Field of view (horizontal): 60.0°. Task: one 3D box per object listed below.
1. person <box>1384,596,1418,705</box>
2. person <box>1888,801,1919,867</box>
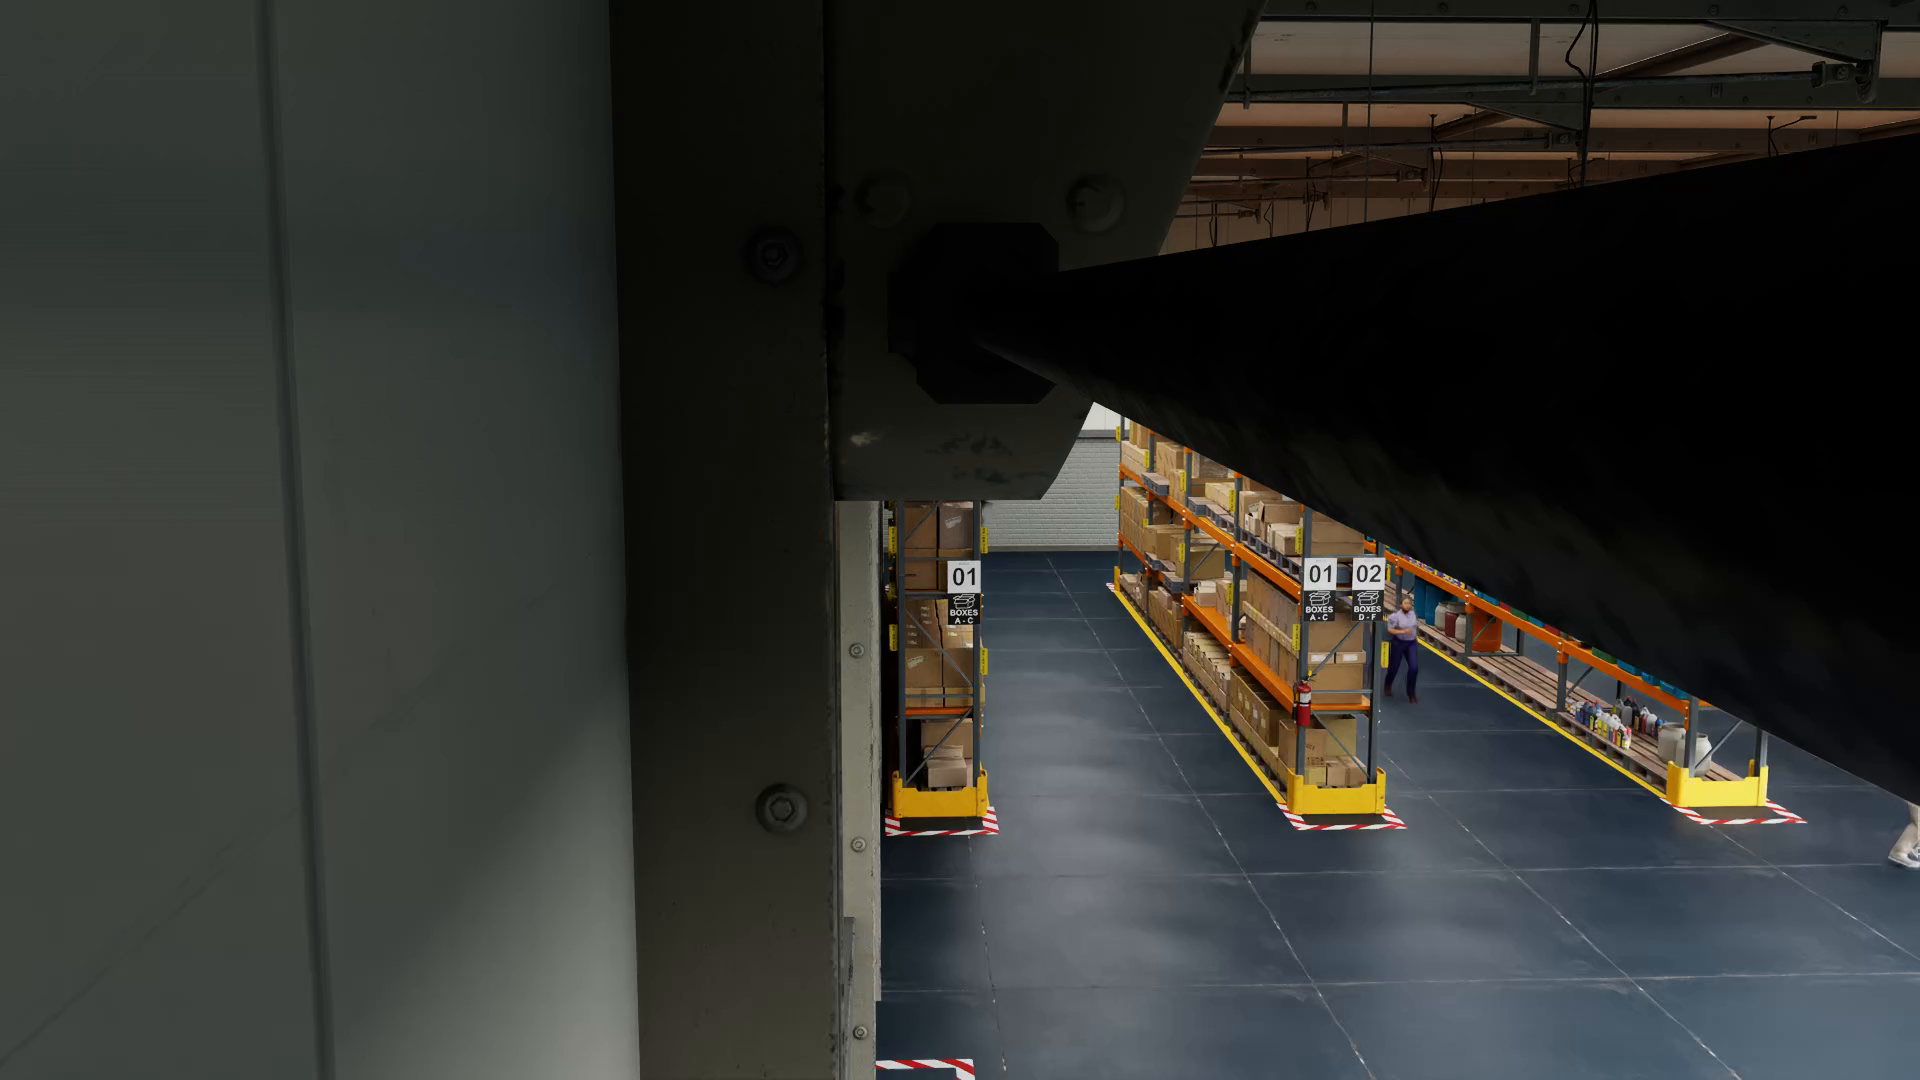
[{"bbox_3d":[7.012,1.732,26.399,0.595,1.720,0.795,-2,8,-10],"label":"person"},{"bbox_3d":[10.863,2.825,18.646,0.656,1.699,0.675,6,10,36],"label":"person"}]
